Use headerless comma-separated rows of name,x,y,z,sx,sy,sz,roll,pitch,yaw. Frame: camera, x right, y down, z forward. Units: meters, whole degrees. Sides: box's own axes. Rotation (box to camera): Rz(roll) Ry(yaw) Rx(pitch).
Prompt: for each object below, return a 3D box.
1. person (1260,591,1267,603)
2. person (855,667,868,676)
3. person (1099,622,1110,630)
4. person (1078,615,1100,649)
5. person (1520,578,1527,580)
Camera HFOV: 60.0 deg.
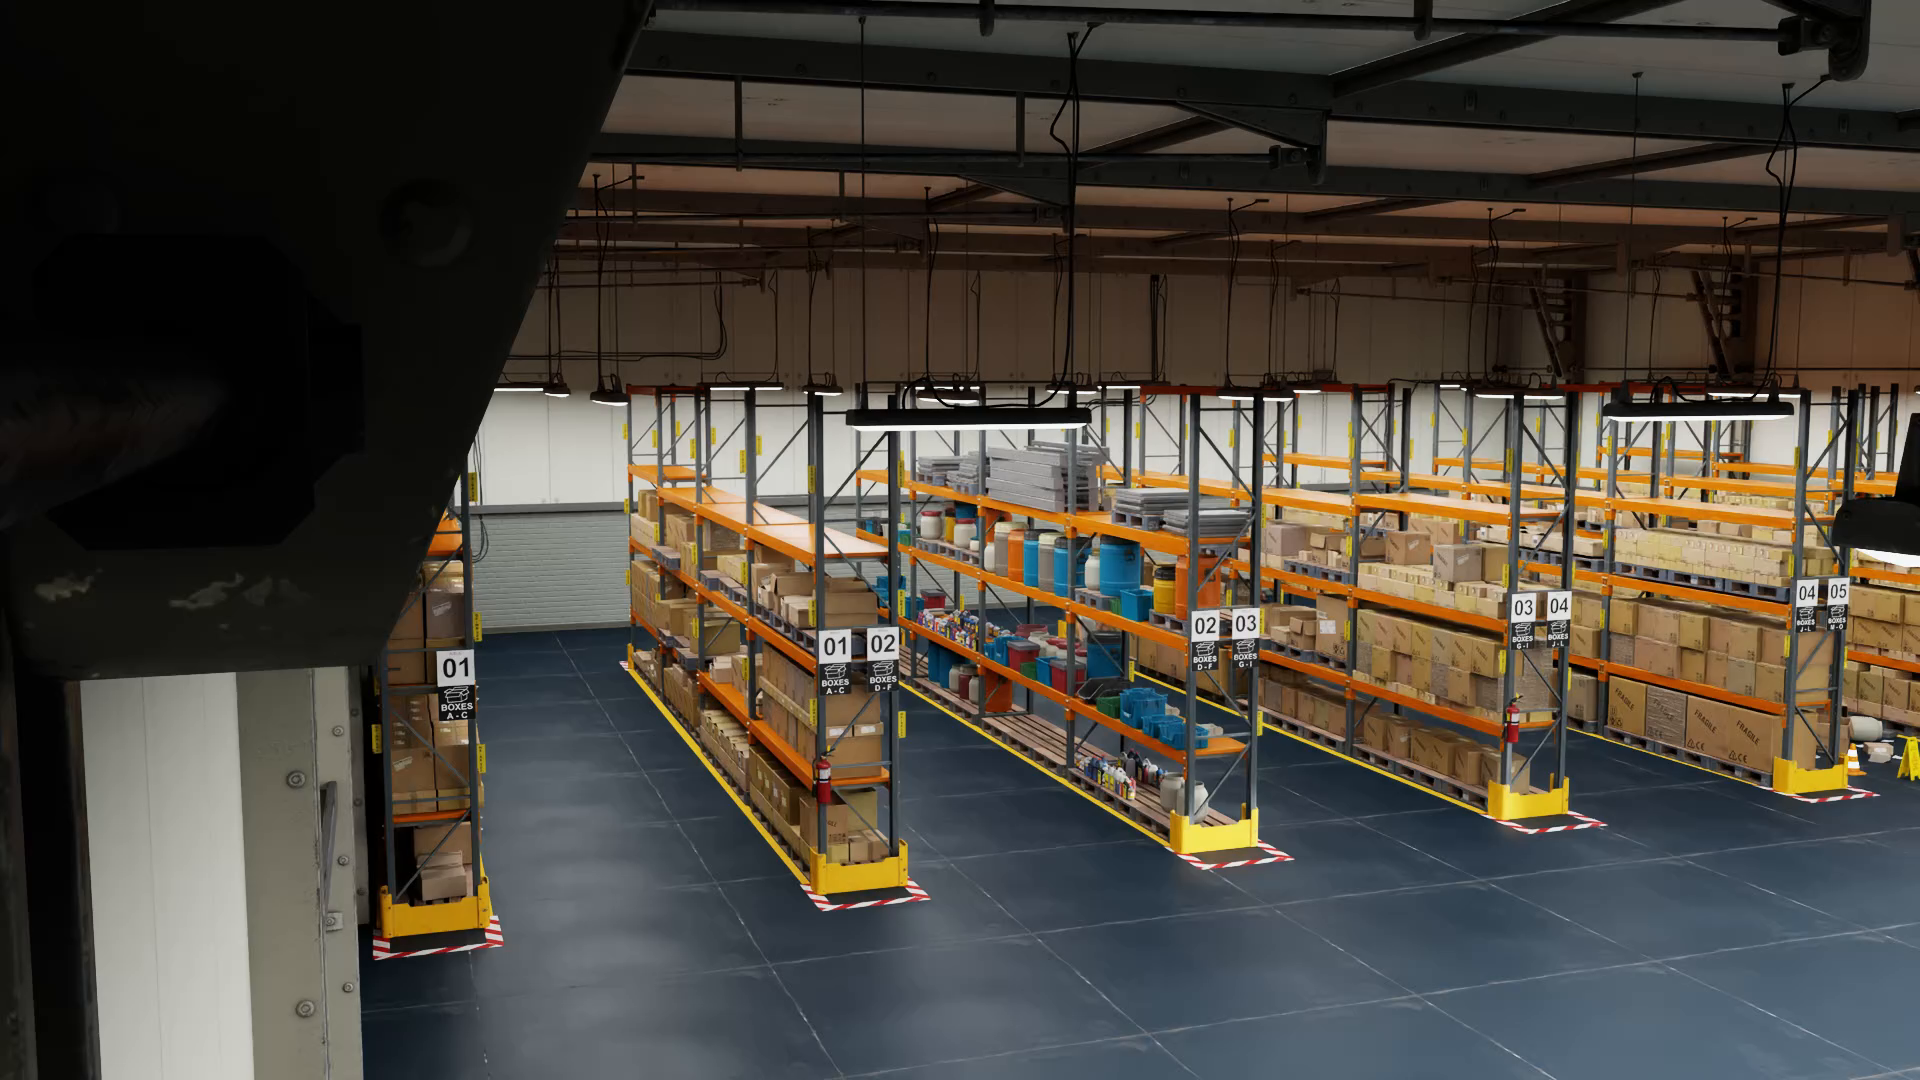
person,6.425,1.887,35.161,0.452,1.594,0.987,-1,6,-6
person,-1.796,2.366,30.665,0.484,1.598,0.358,-3,7,-26
person,2.685,2.356,30.573,0.550,1.780,0.599,-3,7,-25
person,2.672,1.974,34.232,0.527,1.604,1.060,-2,6,-15
person,12.350,1.727,36.230,0.545,1.786,0.552,-5,8,-40
